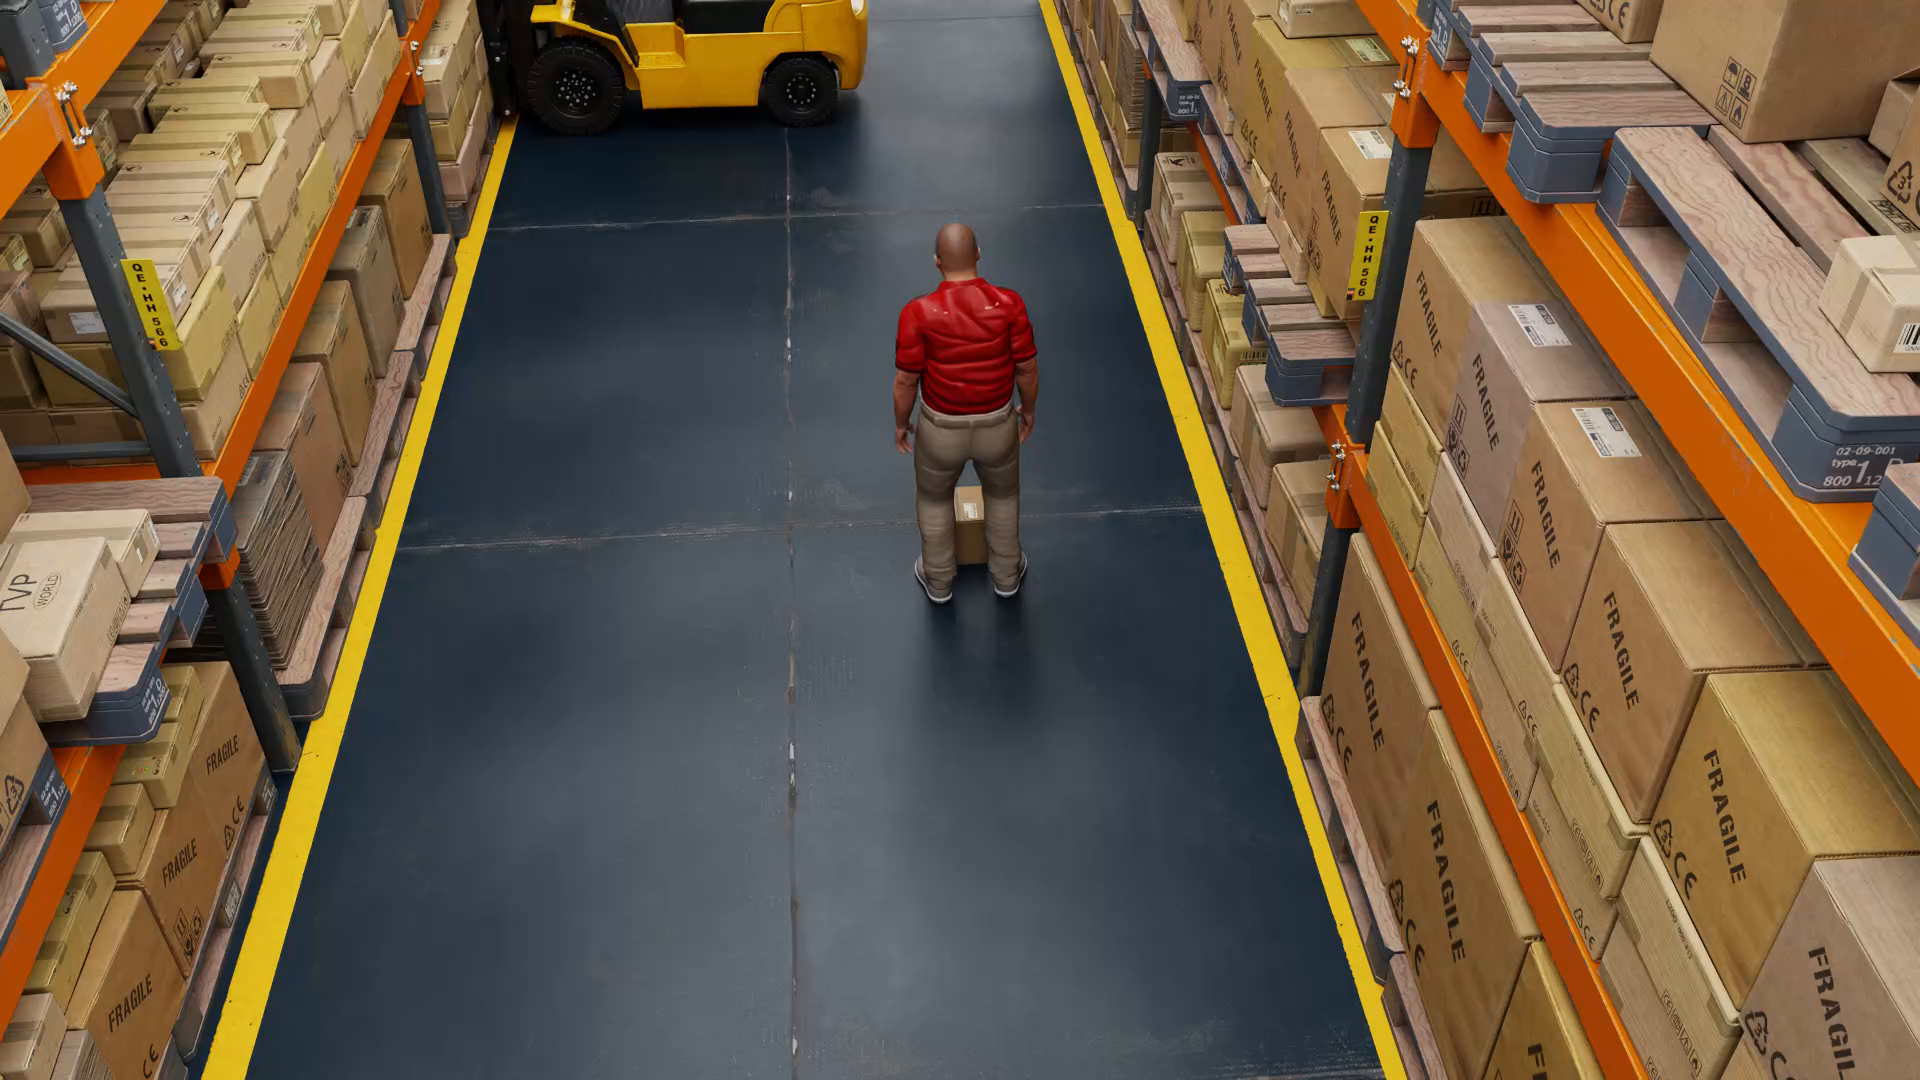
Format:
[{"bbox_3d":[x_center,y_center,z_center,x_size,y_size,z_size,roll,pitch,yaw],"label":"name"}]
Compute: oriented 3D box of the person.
[{"bbox_3d":[0.021,-0.479,6.760,0.589,1.725,0.392,-5,39,-6],"label":"person"}]
